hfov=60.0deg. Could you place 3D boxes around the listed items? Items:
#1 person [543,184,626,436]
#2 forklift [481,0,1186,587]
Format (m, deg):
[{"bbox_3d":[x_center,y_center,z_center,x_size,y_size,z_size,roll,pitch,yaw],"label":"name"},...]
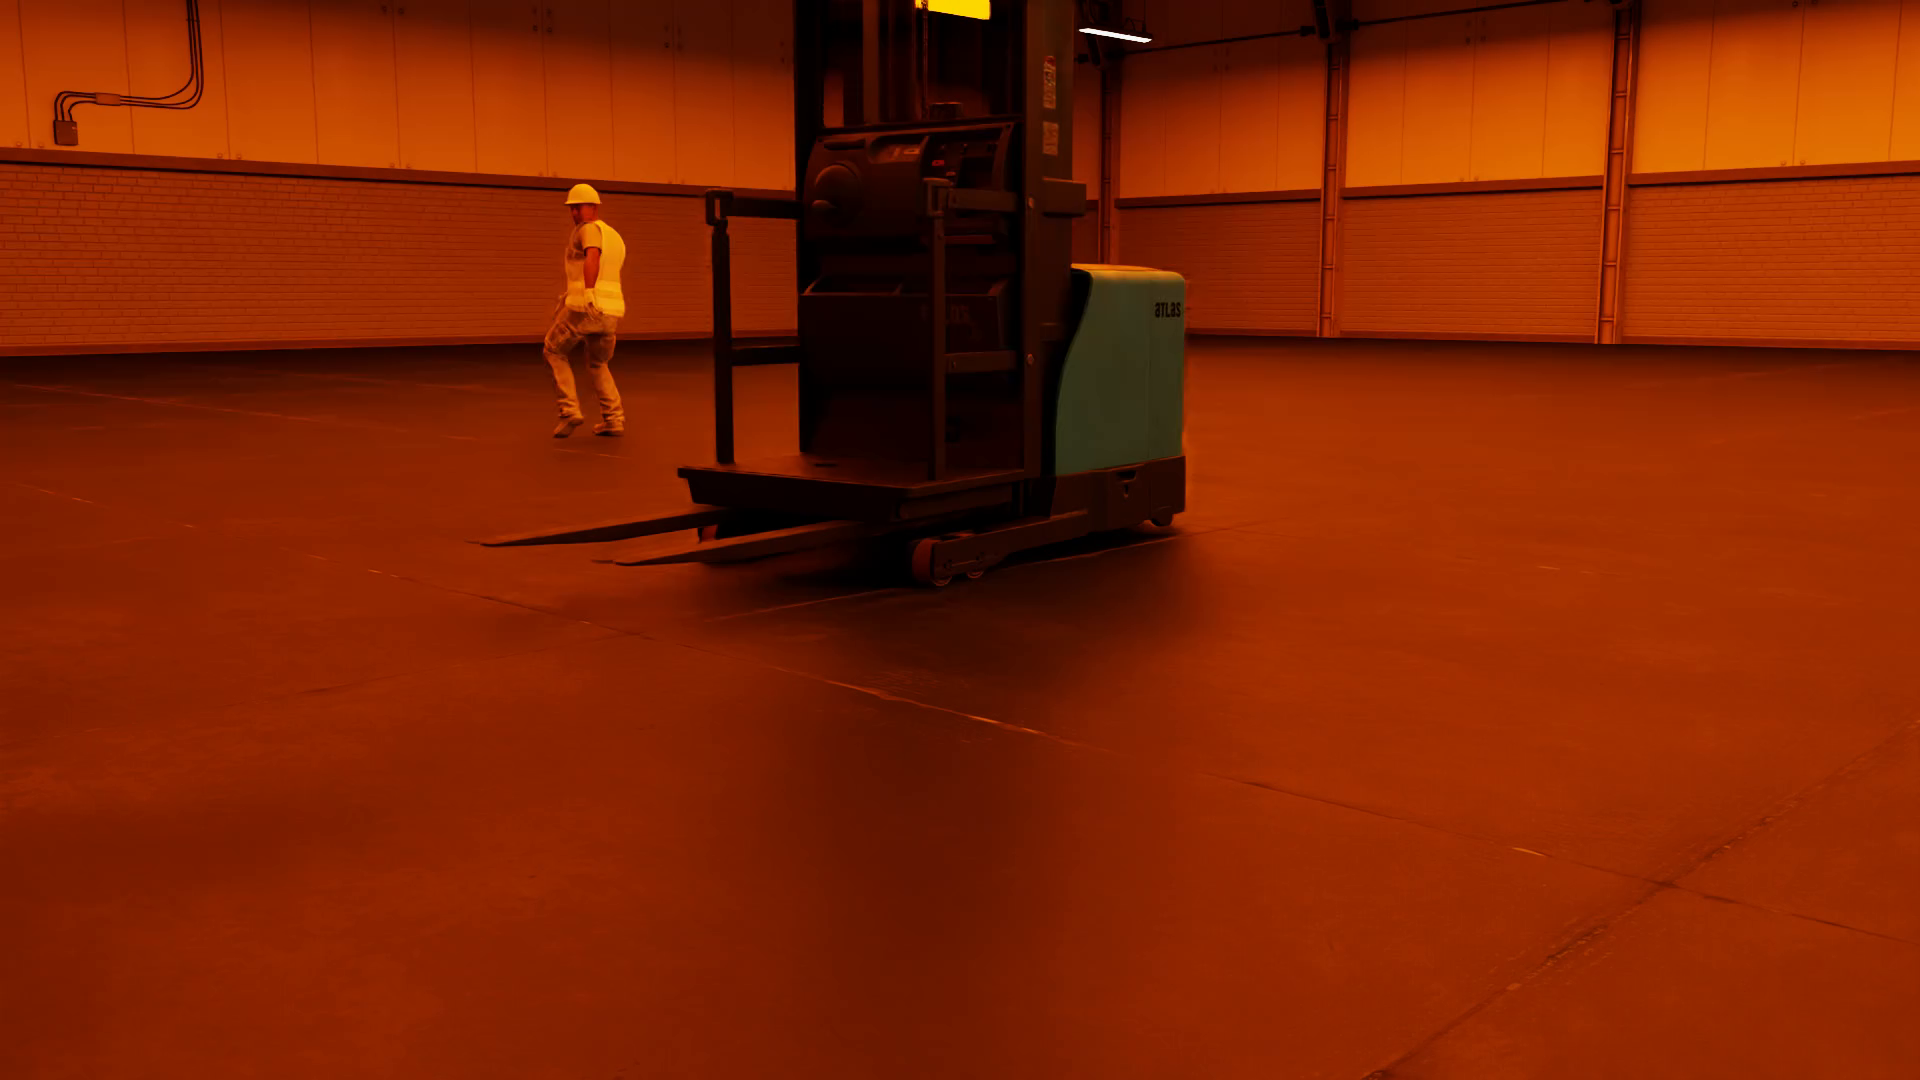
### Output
[{"bbox_3d":[-2.528,-1.550,11.413,0.794,1.756,0.694,6,10,33],"label":"person"},{"bbox_3d":[-0.324,-1.371,5.977,1.130,2.935,3.031,6,11,36],"label":"forklift"}]
